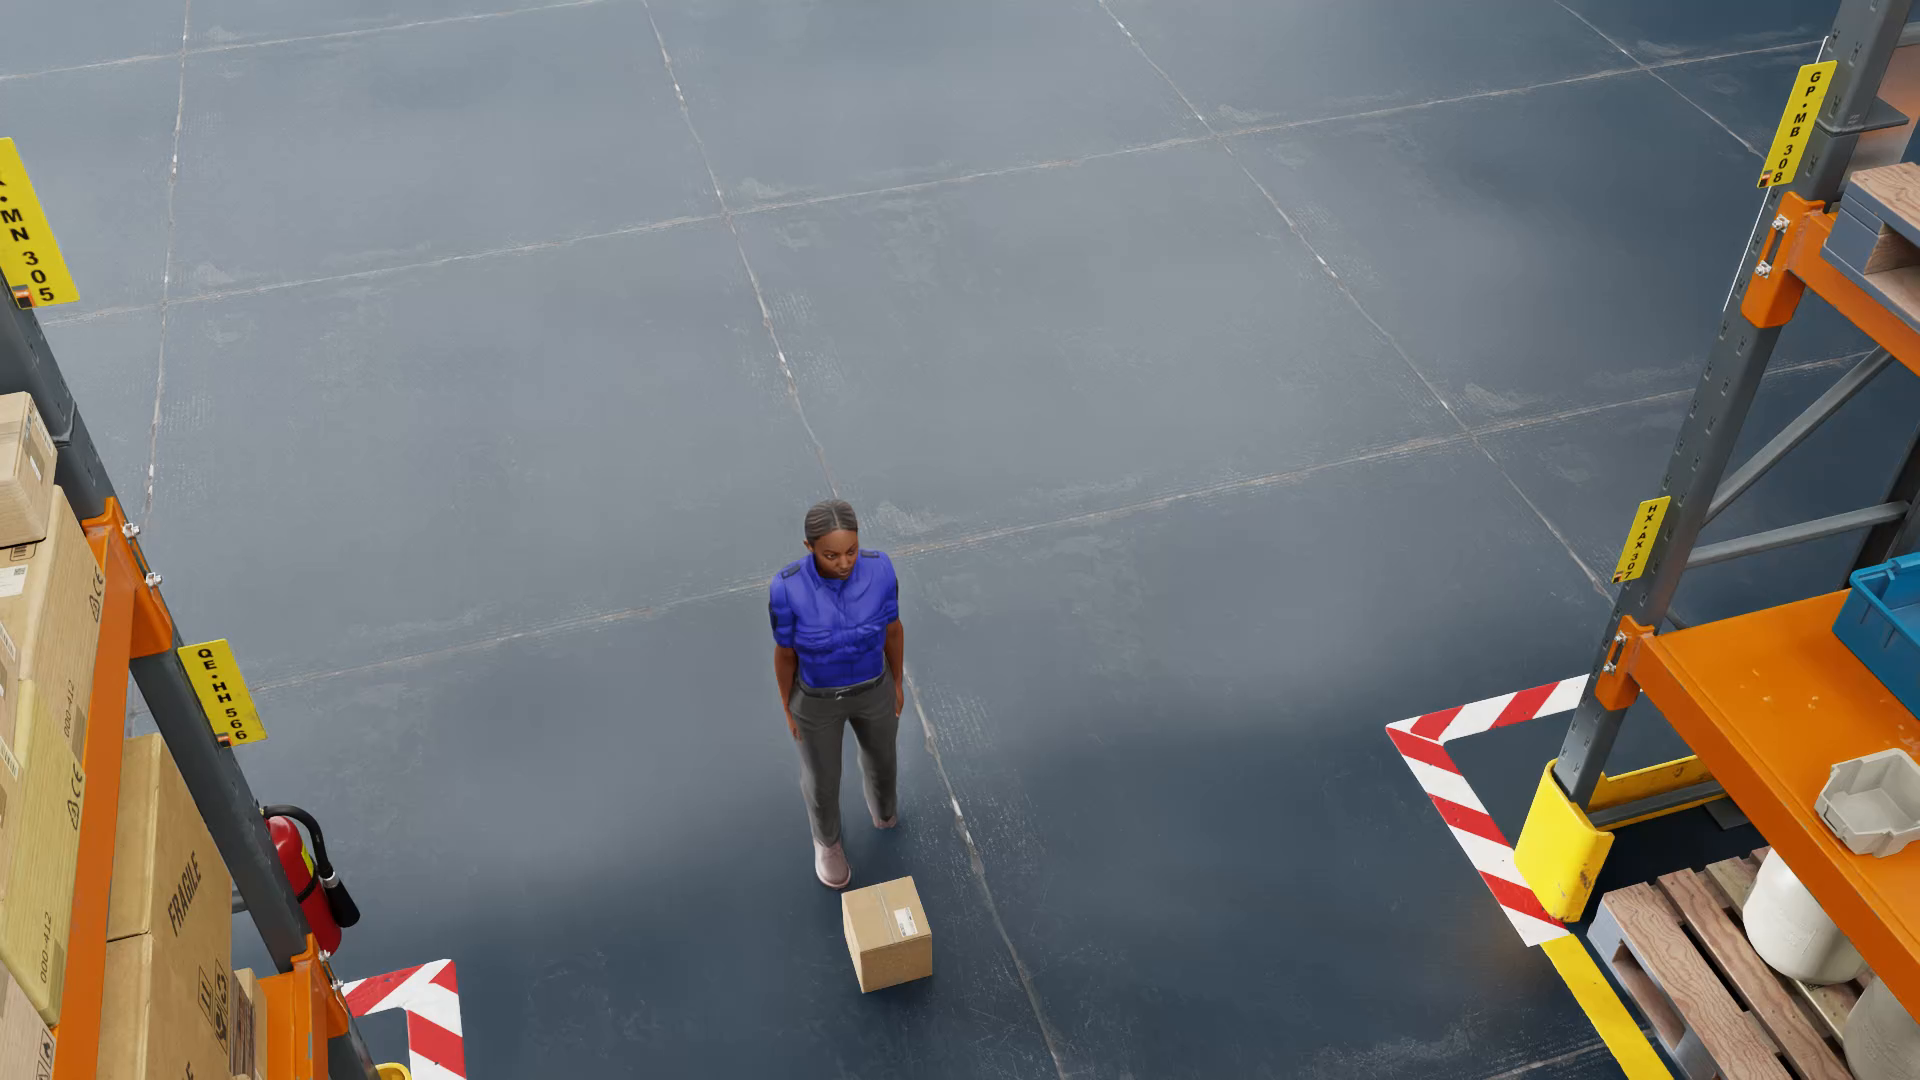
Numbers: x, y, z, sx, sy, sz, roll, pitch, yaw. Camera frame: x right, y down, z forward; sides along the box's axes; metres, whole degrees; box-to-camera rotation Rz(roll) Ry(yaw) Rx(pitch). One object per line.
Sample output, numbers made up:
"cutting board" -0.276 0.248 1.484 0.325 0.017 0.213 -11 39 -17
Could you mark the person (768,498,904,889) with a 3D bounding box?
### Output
"person" -0.393 0.548 5.636 0.443 1.749 0.390 -11 44 -12
